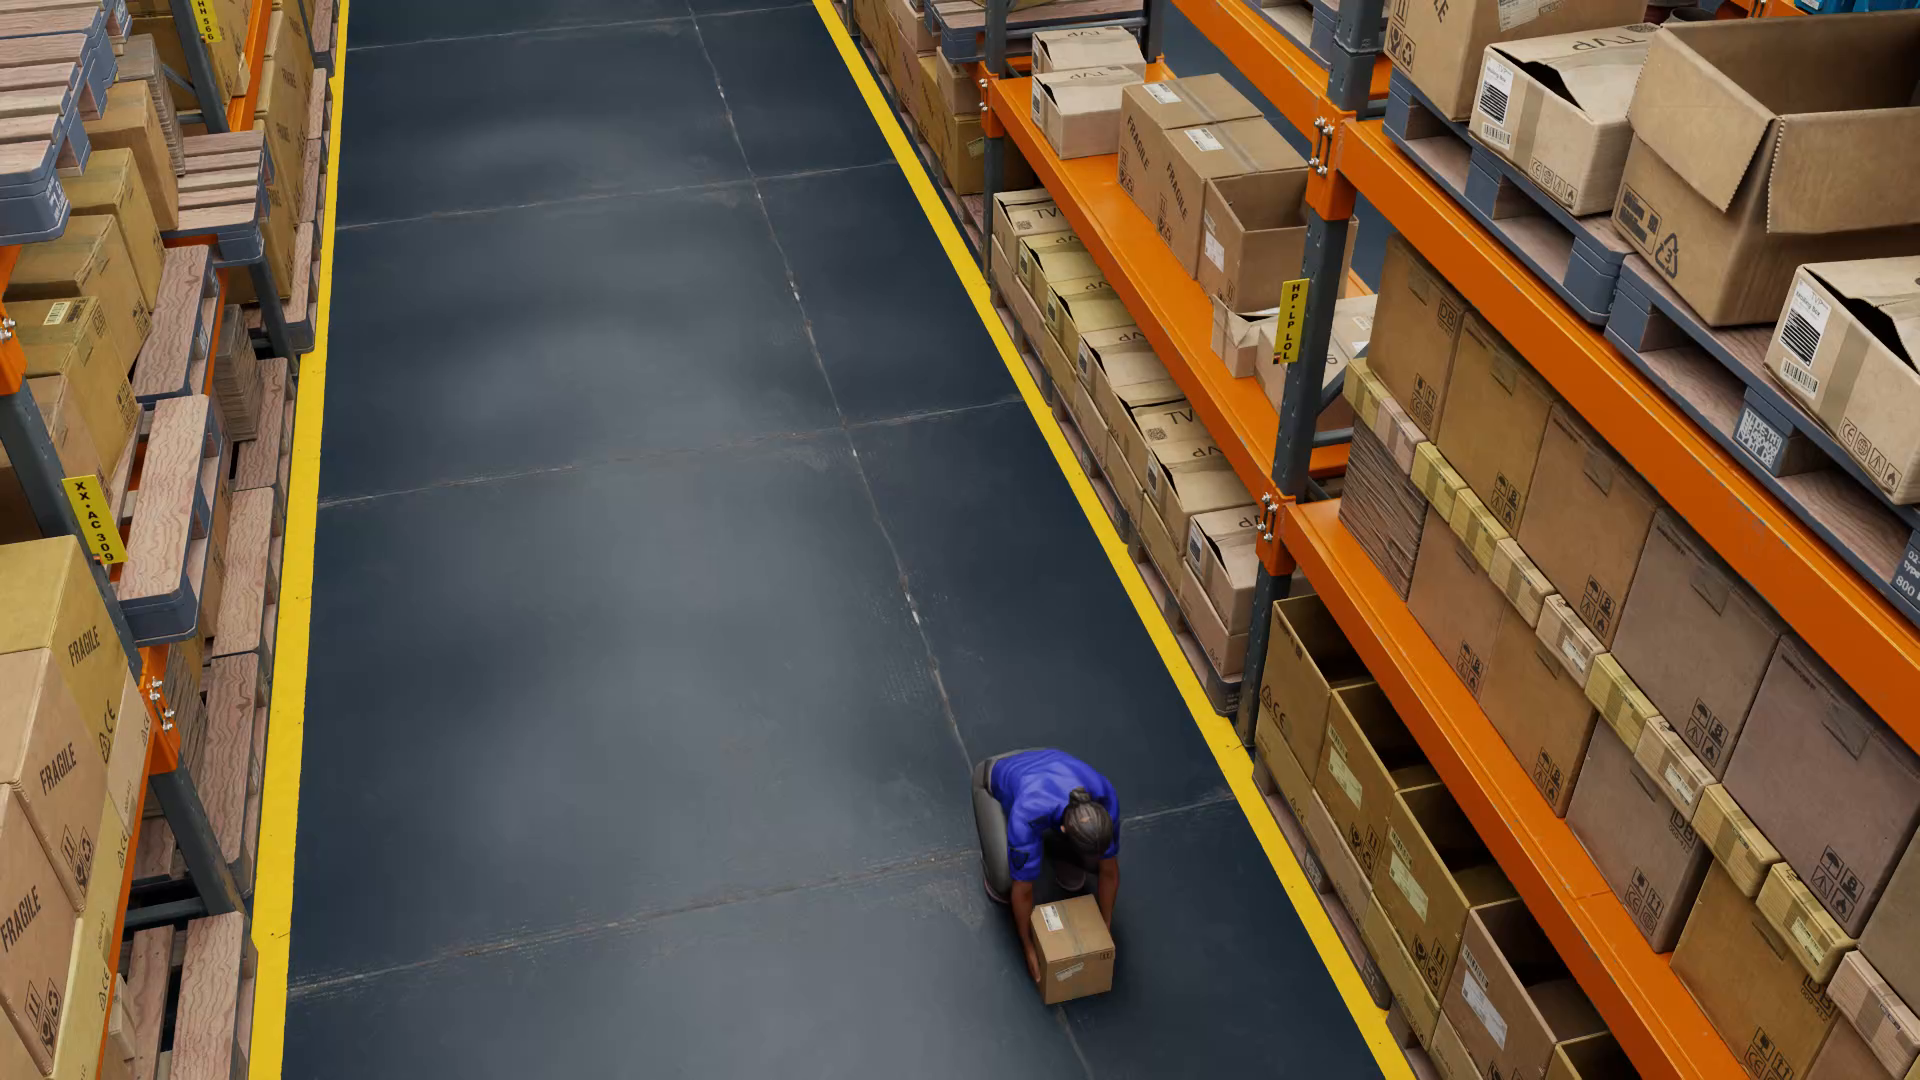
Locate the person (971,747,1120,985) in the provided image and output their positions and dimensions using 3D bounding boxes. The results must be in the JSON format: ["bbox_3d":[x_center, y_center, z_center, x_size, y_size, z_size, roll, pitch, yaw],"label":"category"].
[{"bbox_3d":[0.316,1.063,6.082,0.480,0.810,0.812,-9,39,-12],"label":"person"}]
